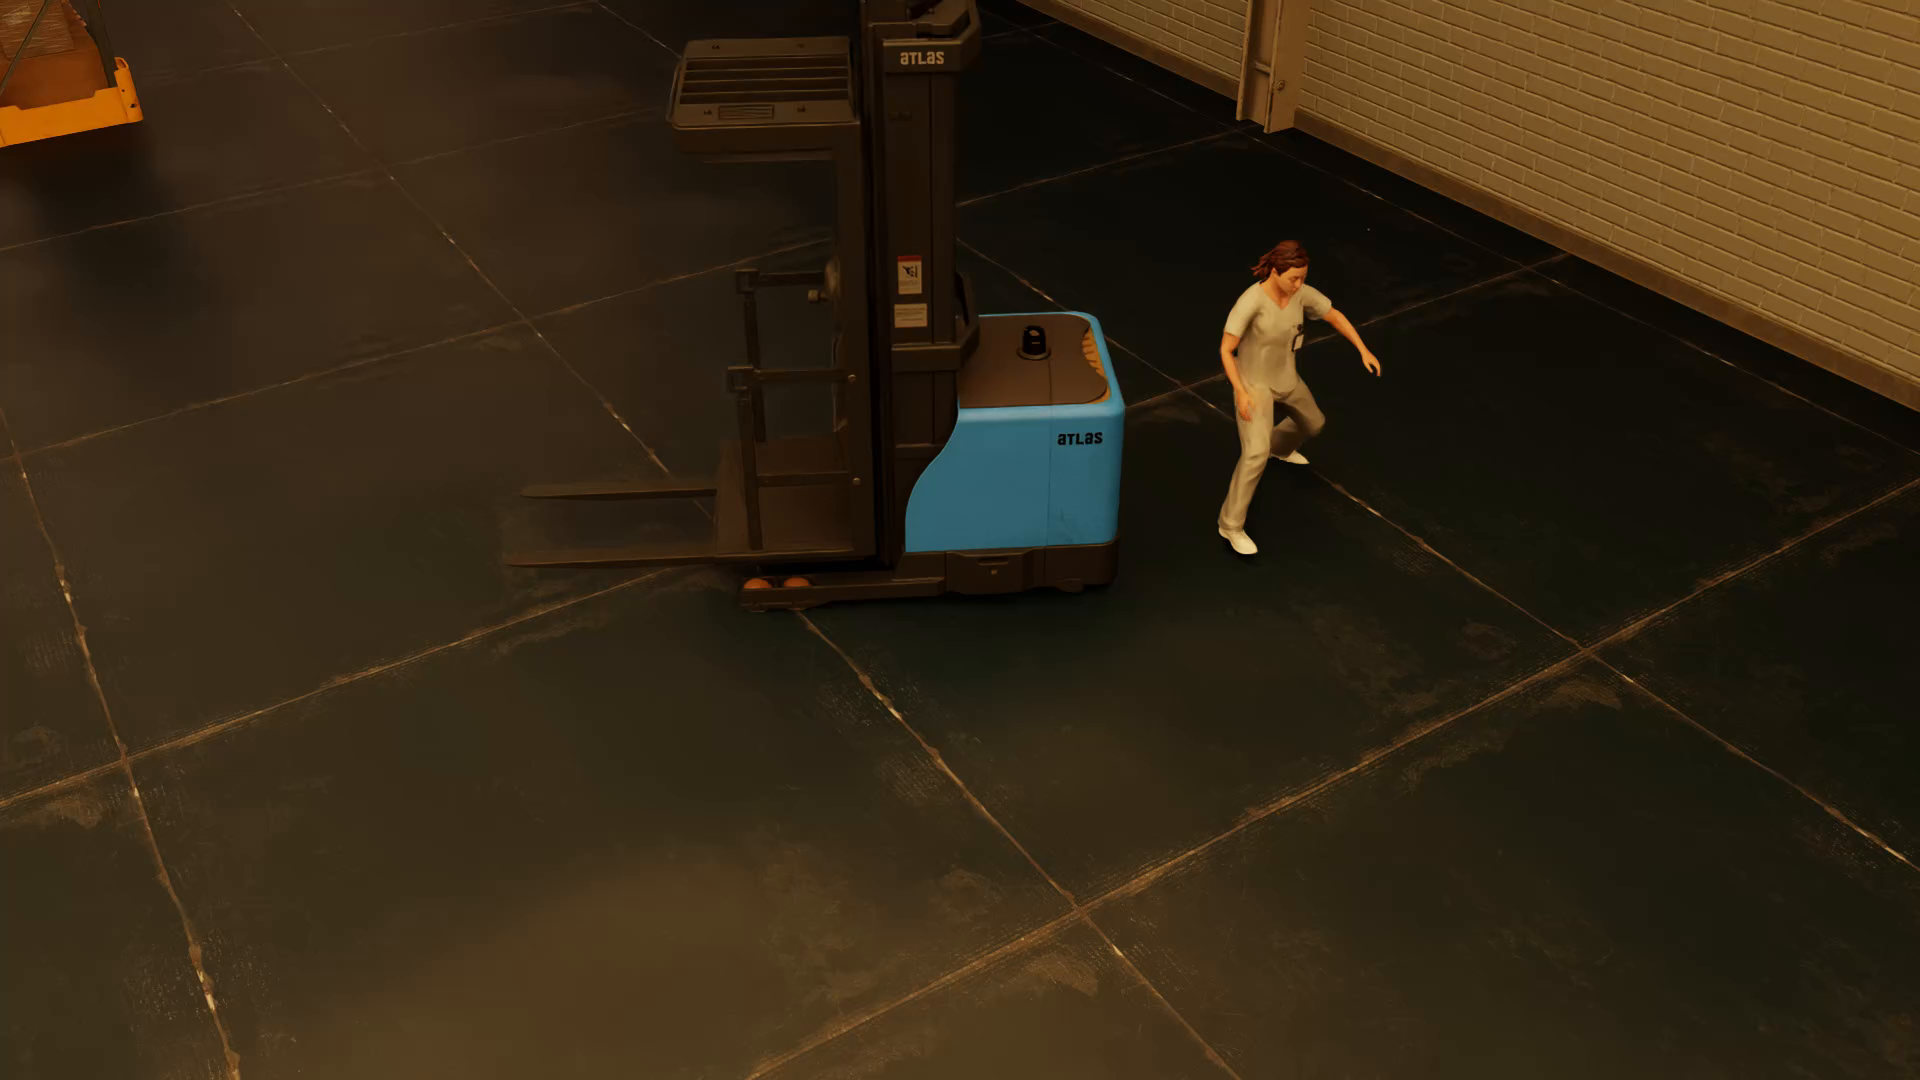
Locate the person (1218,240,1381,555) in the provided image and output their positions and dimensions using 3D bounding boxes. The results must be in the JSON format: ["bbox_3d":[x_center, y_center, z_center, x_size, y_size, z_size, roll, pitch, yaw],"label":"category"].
[{"bbox_3d":[1.656,-0.809,8.577,0.925,1.531,0.894,-16,38,-22],"label":"person"}]

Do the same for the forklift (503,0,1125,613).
[{"bbox_3d":[-0.756,-1.158,7.795,3.031,2.935,1.130,-3,35,-4],"label":"forklift"}]
